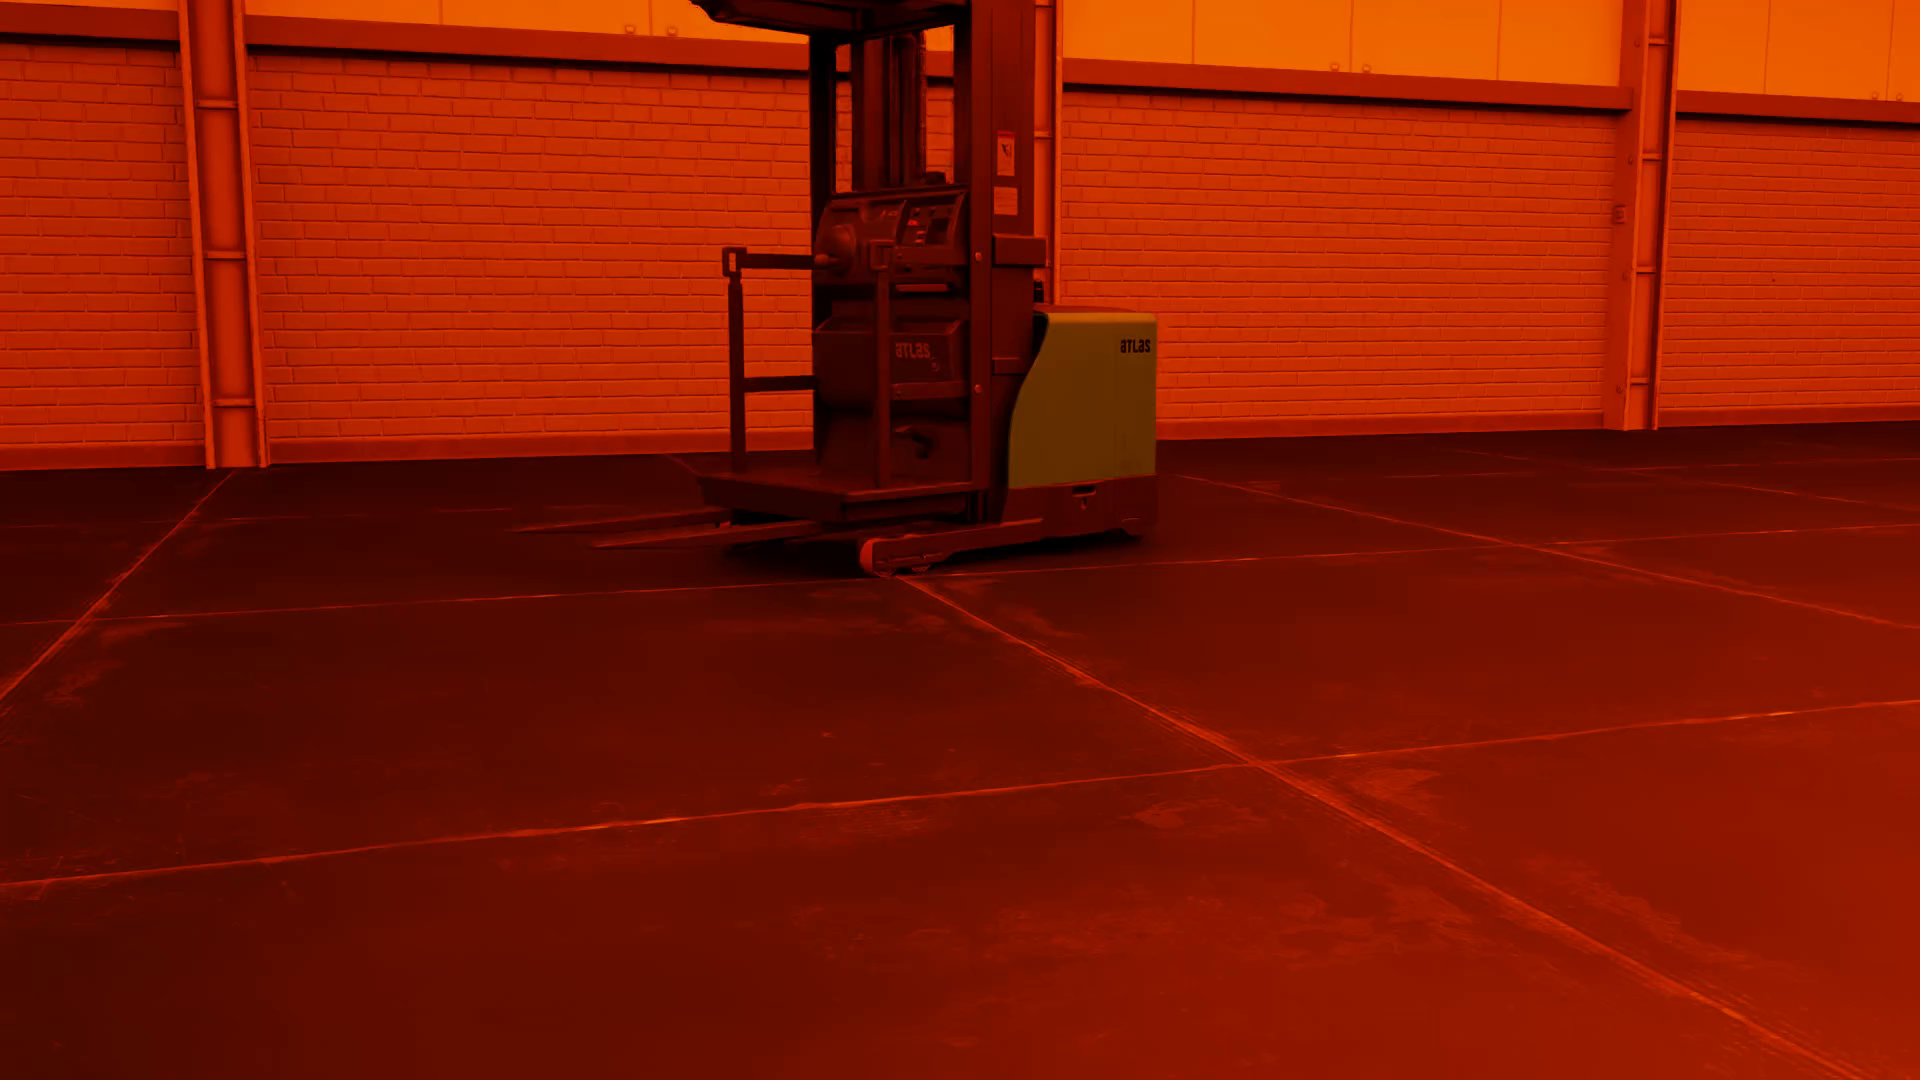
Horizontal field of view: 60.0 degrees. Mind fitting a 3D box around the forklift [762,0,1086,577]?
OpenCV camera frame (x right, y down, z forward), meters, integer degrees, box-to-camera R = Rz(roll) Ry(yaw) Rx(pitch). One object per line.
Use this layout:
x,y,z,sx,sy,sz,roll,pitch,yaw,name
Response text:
-0.108,-1.351,6.981,1.130,2.935,3.031,1,8,9,forklift
